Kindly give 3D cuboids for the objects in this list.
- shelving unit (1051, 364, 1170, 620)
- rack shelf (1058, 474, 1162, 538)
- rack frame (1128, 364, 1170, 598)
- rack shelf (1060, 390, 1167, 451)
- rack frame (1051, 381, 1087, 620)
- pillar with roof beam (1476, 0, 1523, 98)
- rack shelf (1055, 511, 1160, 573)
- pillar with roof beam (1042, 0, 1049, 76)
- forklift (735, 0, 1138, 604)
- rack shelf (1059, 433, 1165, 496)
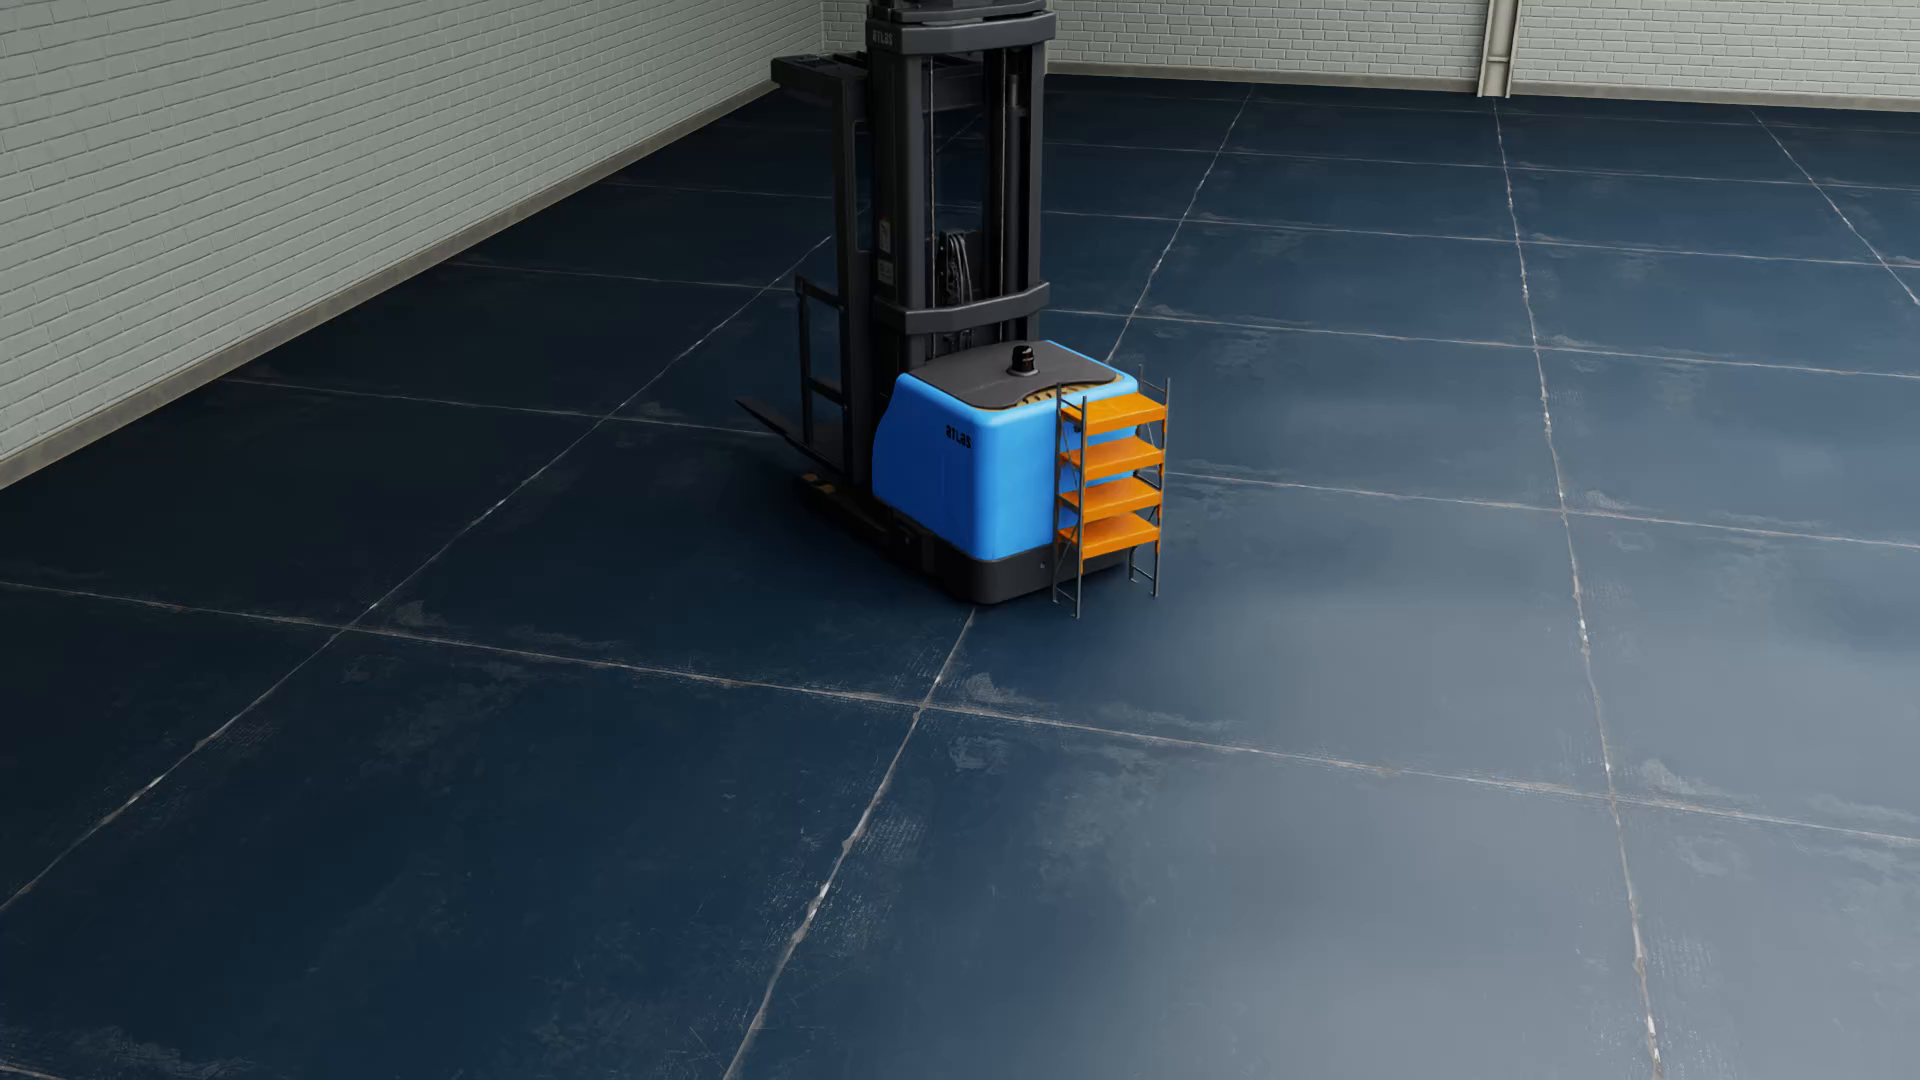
[{"bbox_3d":[0.749,-0.237,8.352,0.503,1.200,0.258,-14,29,-27],"label":"shelving unit"},{"bbox_3d":[0.749,-0.176,8.381,0.480,0.148,0.258,-14,29,-27],"label":"rack shelf"},{"bbox_3d":[0.960,-0.289,8.462,0.015,1.200,0.240,-14,29,-27],"label":"rack frame"},{"bbox_3d":[0.749,-0.592,8.183,0.480,0.148,0.258,-14,29,-27],"label":"rack shelf"},{"bbox_3d":[0.537,-0.184,8.241,0.015,1.200,0.240,-14,29,-27],"label":"rack frame"},{"bbox_3d":[5.697,-7.923,15.423,0.400,9.000,9.100,6,26,13],"label":"pillar with roof beam"},{"bbox_3d":[0.749,0.003,8.466,0.480,0.148,0.258,-14,29,-27],"label":"rack shelf"},{"bbox_3d":[-0.114,-8.565,16.772,0.400,9.000,9.100,6,26,13],"label":"pillar with roof beam"},{"bbox_3d":[-0.312,-1.581,9.161,1.130,2.935,3.031,-16,30,-31],"label":"forklift"},{"bbox_3d":[0.749,-0.378,8.284,0.480,0.148,0.258,-14,29,-27],"label":"rack shelf"}]
